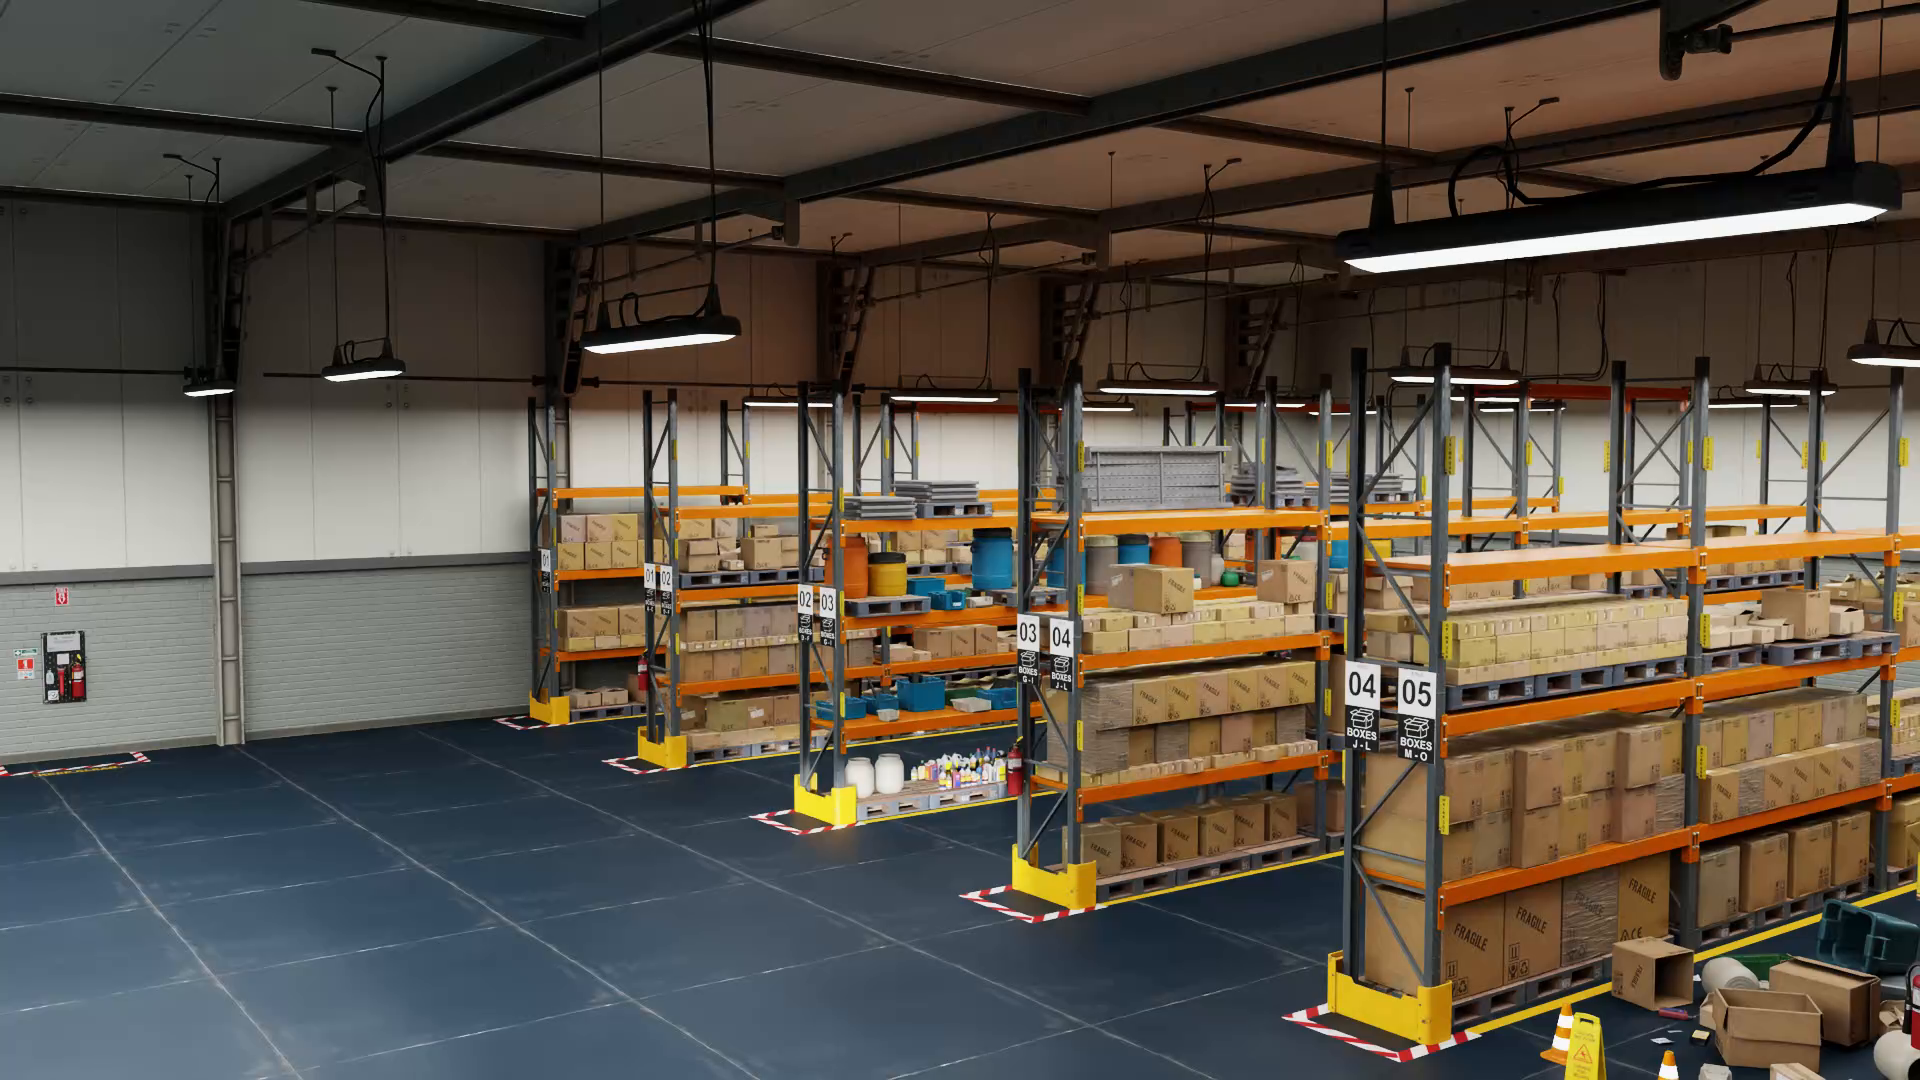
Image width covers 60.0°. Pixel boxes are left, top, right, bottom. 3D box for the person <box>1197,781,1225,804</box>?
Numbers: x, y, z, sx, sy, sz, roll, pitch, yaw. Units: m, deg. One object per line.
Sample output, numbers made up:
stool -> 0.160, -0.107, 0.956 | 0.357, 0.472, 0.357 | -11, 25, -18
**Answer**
person -> 3.353, 3.048, 22.435 | 0.577, 1.696, 0.662 | 1, 4, 16
